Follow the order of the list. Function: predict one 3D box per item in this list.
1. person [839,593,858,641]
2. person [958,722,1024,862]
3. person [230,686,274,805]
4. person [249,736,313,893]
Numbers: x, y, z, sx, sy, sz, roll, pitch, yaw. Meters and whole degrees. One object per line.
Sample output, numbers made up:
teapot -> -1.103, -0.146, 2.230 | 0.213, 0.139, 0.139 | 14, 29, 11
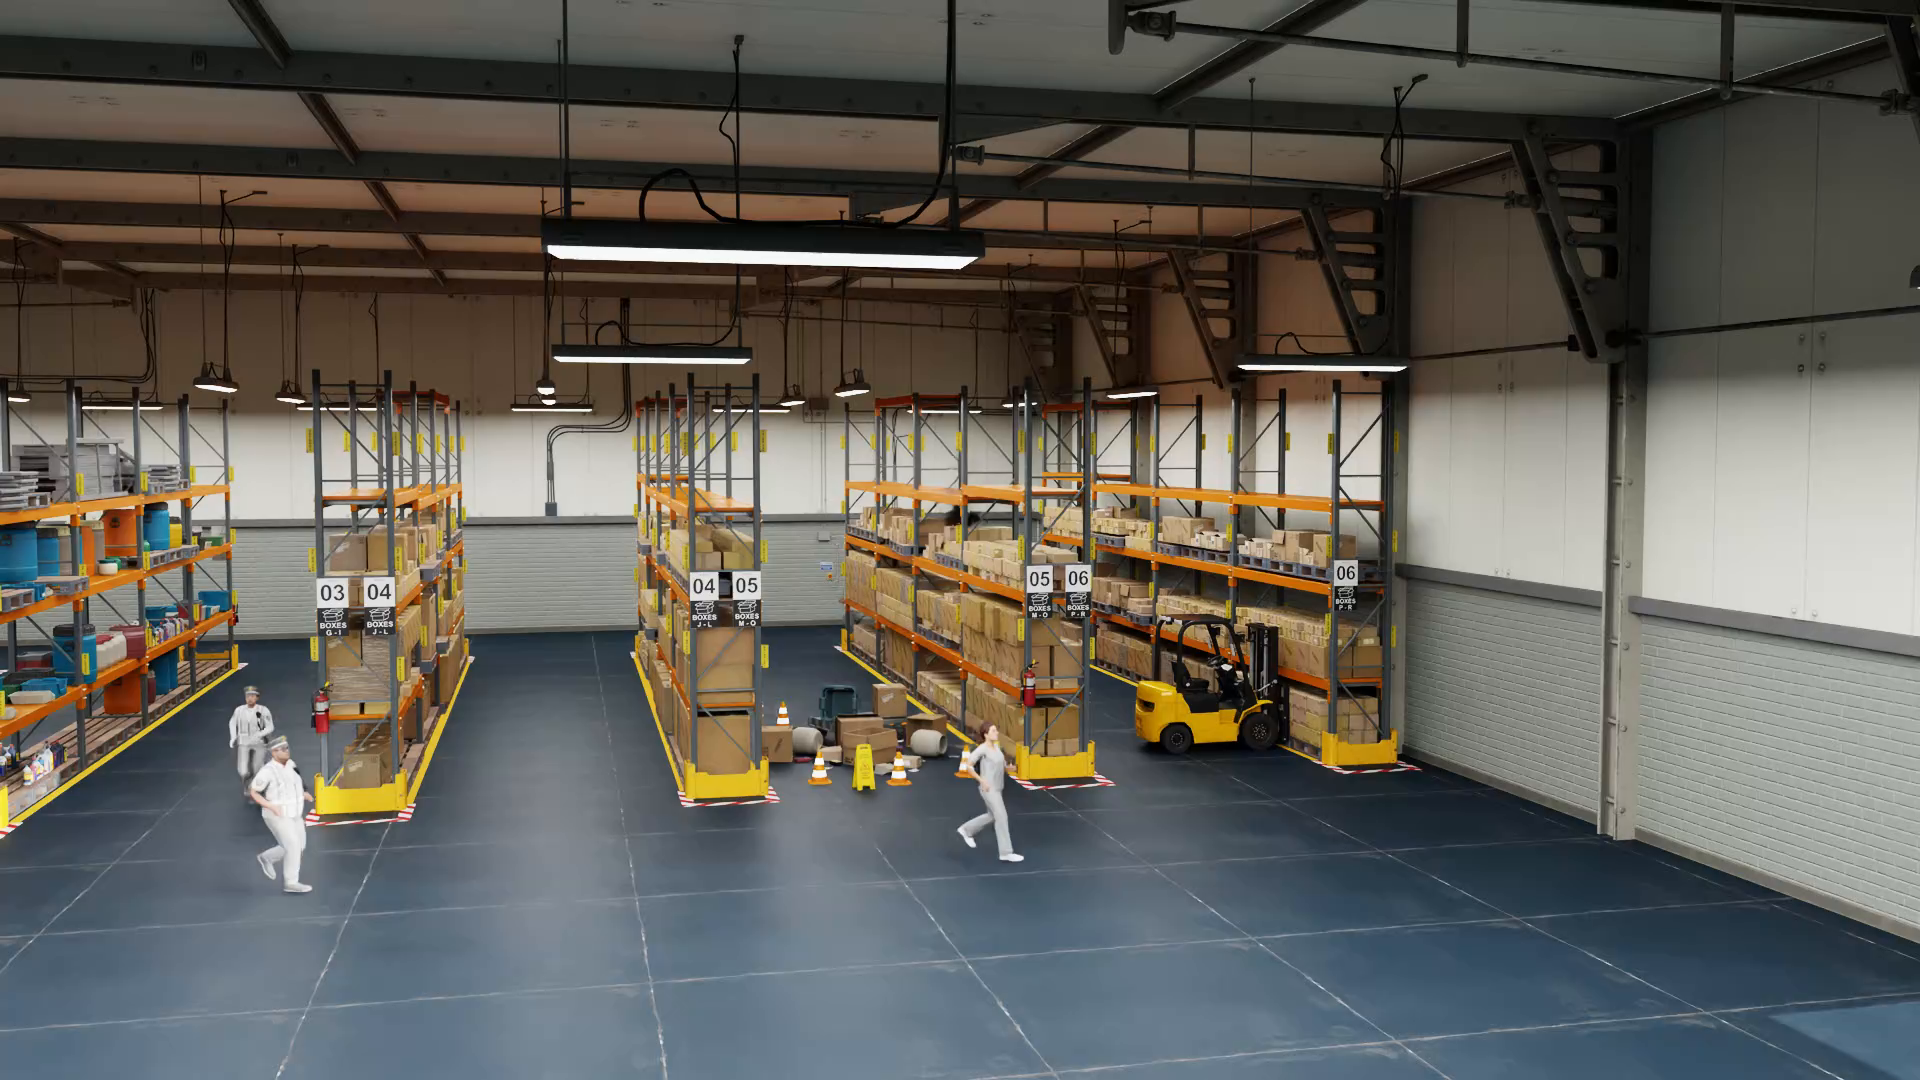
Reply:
person -> -2.731, 1.724, 41.762 | 0.721, 1.746, 0.758 | 1, 3, 13
person -> 0.355, 3.005, 20.017 | 0.929, 1.645, 0.574 | 2, 4, 29
person -> -9.843, 2.848, 23.036 | 0.581, 1.664, 0.541 | -1, 3, -14
person -> -7.605, 3.056, 18.607 | 0.780, 1.735, 0.672 | 1, 3, 16
